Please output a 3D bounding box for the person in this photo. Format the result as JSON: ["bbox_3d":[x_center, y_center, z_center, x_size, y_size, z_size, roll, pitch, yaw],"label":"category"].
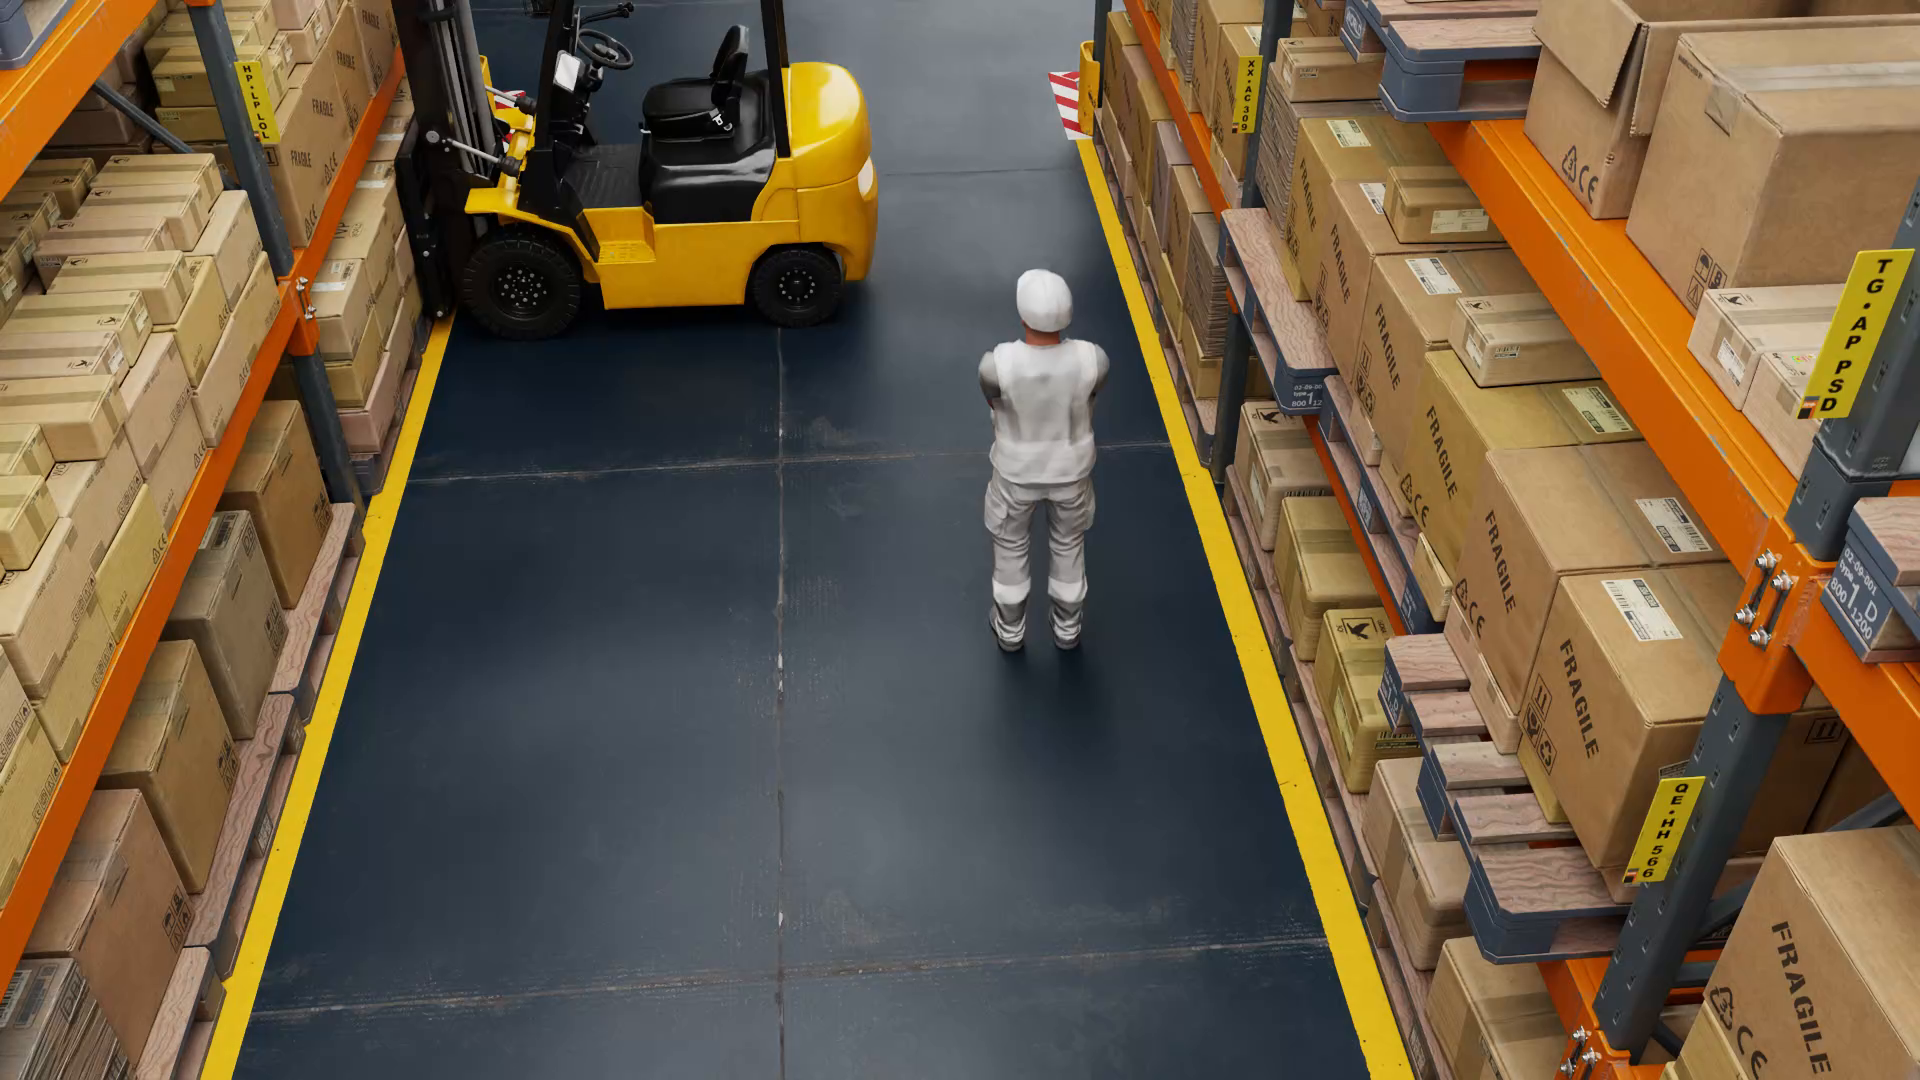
[{"bbox_3d":[10.367,-10.606,19.346,22.794,1.780,31.837,-3,39,-3],"label":"person"}]
